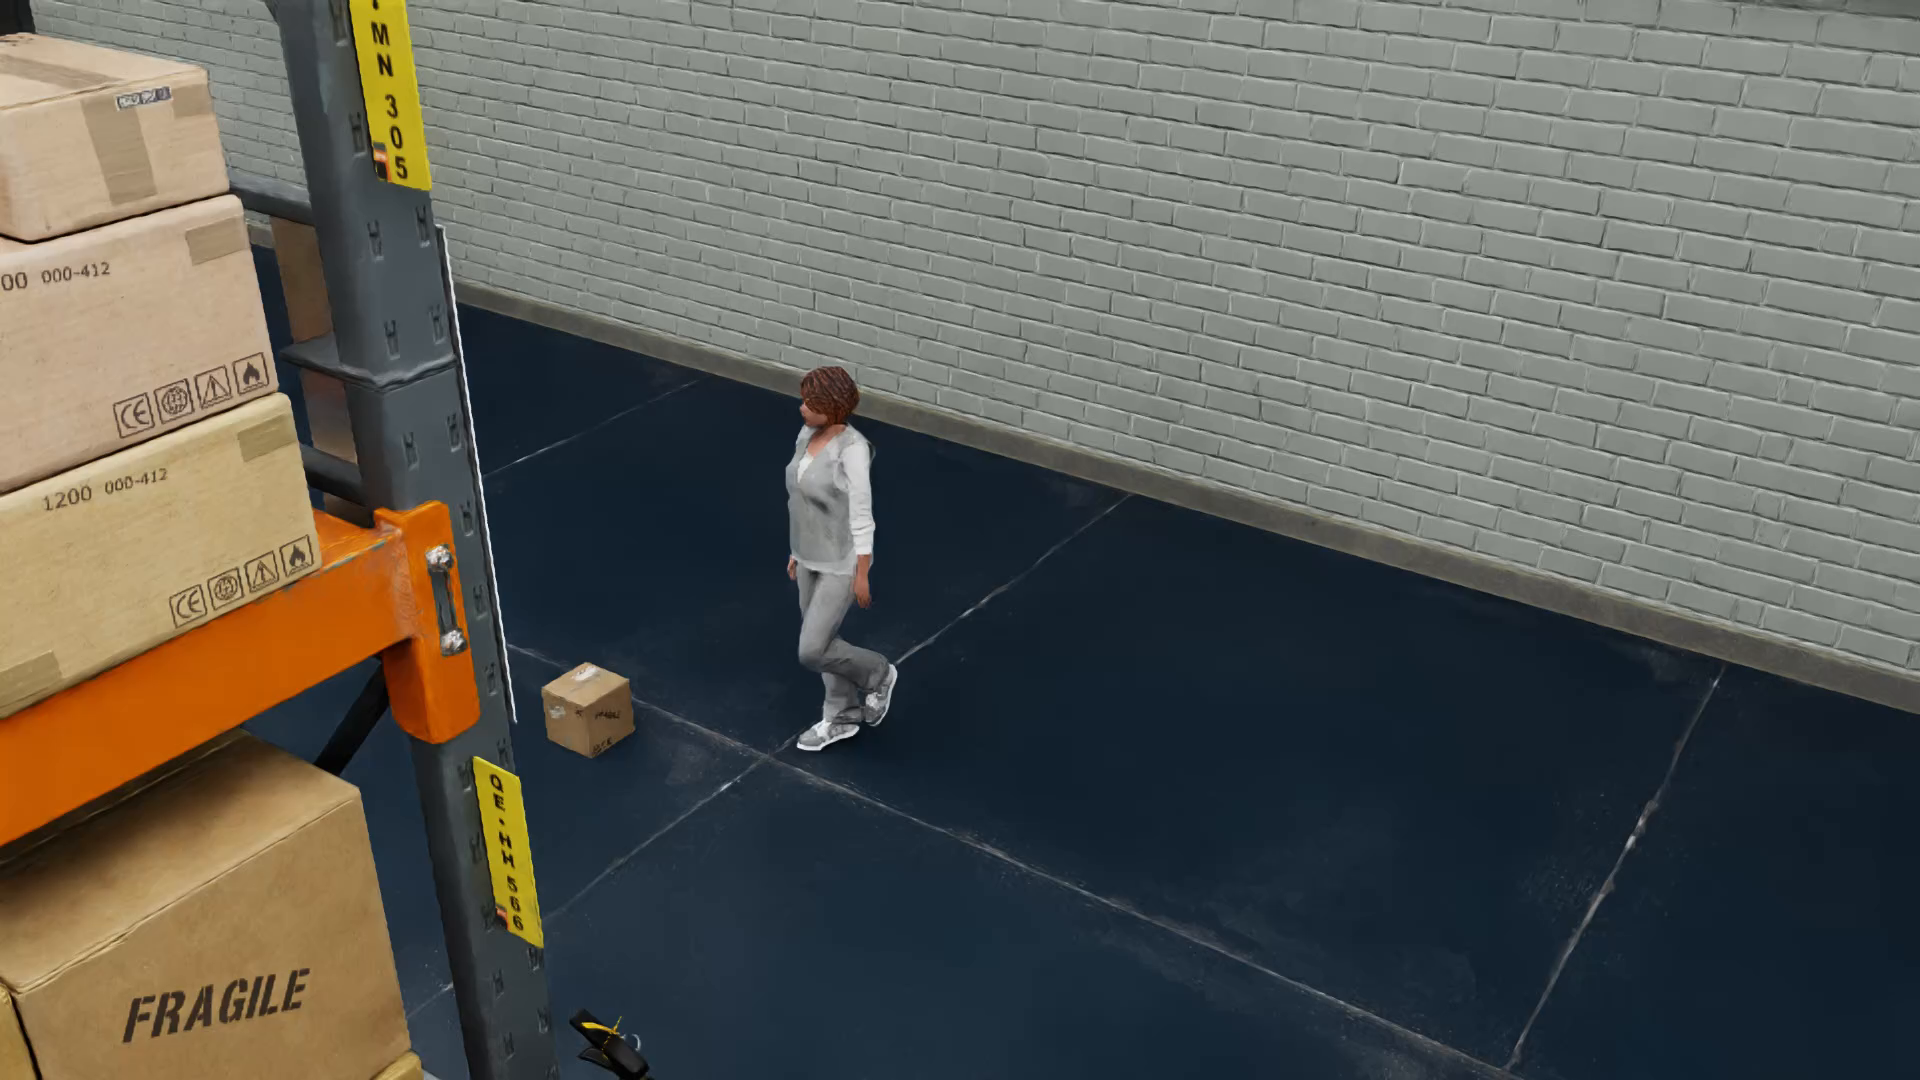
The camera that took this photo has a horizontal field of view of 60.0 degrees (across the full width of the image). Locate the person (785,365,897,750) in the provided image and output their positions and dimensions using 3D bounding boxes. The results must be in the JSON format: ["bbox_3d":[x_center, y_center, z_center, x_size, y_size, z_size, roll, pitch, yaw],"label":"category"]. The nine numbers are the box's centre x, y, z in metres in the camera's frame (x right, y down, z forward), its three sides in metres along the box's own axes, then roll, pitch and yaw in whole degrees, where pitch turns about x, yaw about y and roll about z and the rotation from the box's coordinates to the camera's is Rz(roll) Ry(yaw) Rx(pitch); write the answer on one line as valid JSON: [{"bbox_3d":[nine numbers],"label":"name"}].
[{"bbox_3d":[-0.495,0.088,6.422,0.453,1.597,0.449,-18,32,-30],"label":"person"}]
